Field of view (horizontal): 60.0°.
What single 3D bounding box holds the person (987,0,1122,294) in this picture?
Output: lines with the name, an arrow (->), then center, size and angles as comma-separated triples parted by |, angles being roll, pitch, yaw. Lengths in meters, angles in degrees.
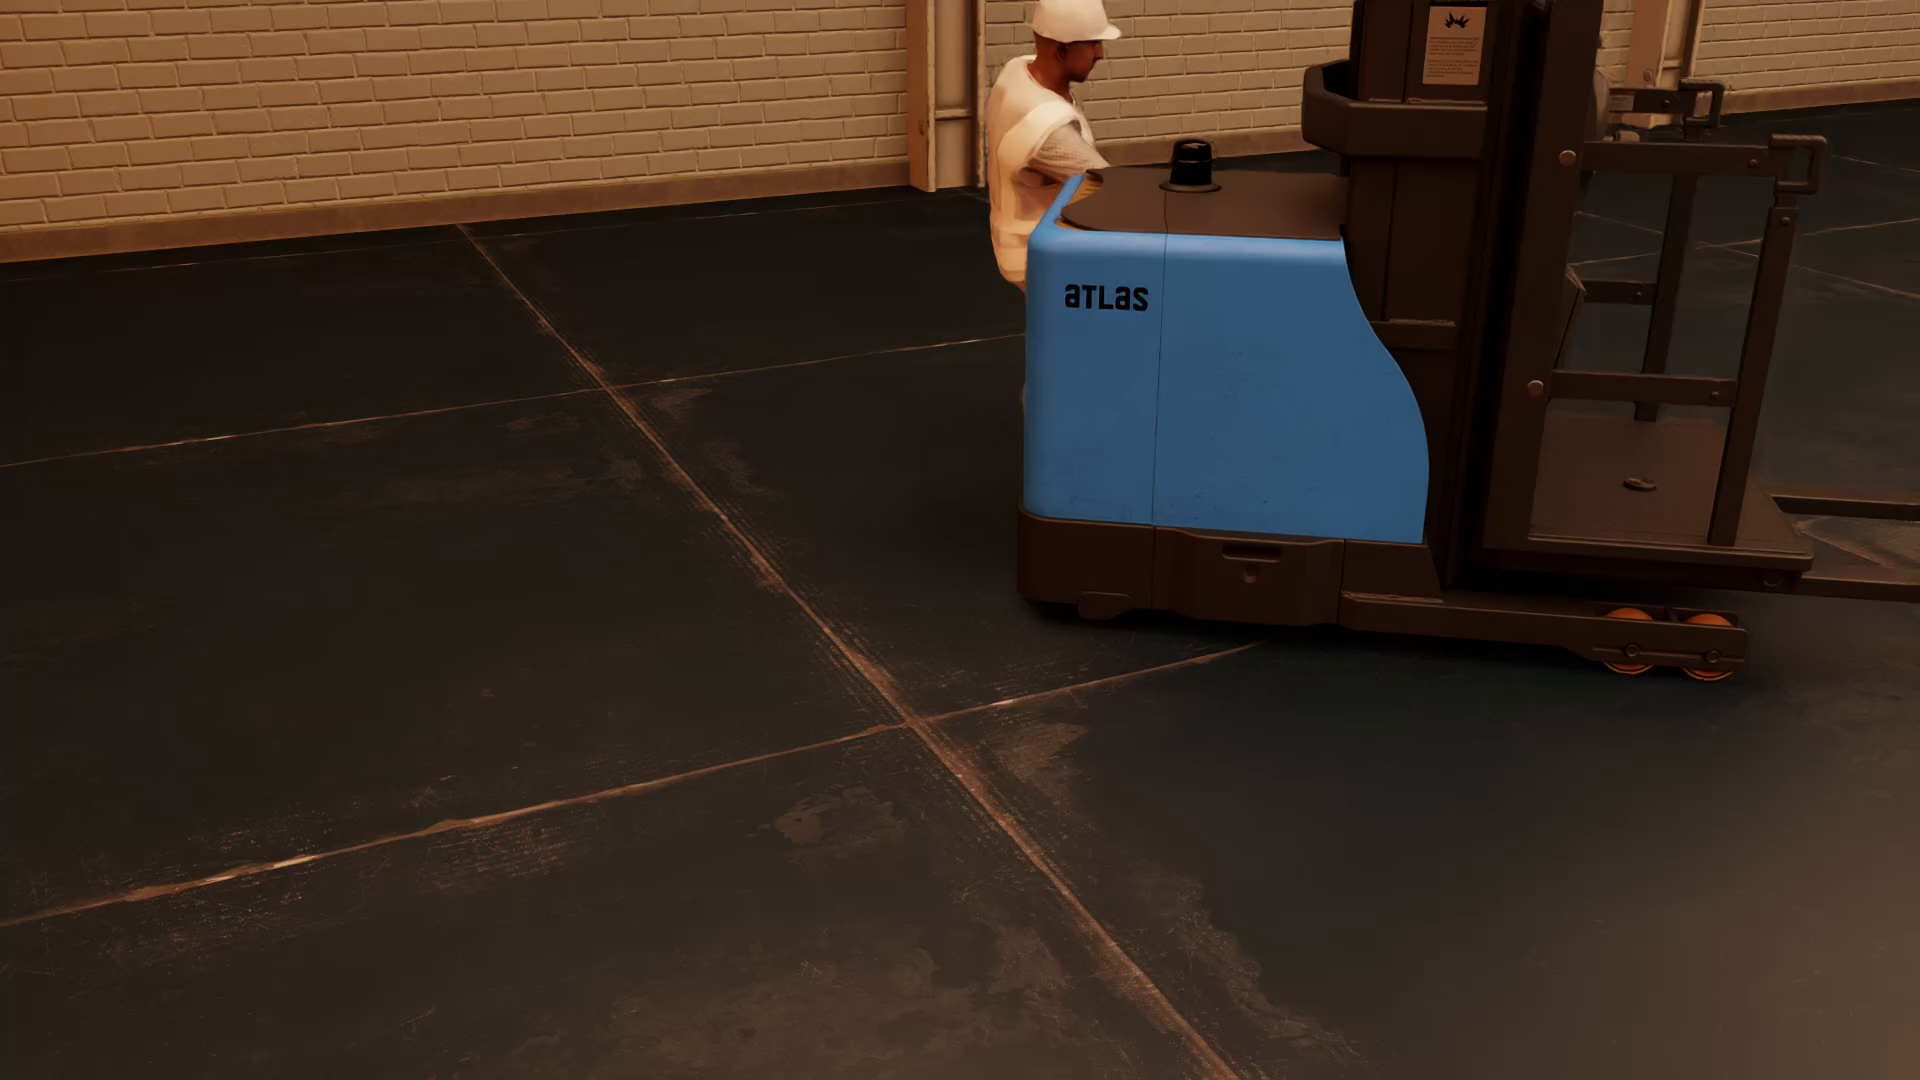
person -> 0.493, -0.936, 5.280 | 0.795, 1.598, 0.833 | -2, 23, -5

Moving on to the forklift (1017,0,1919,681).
forklift -> 1.725, -1.216, 4.212 | 3.031, 2.935, 1.130 | 4, 23, 10
